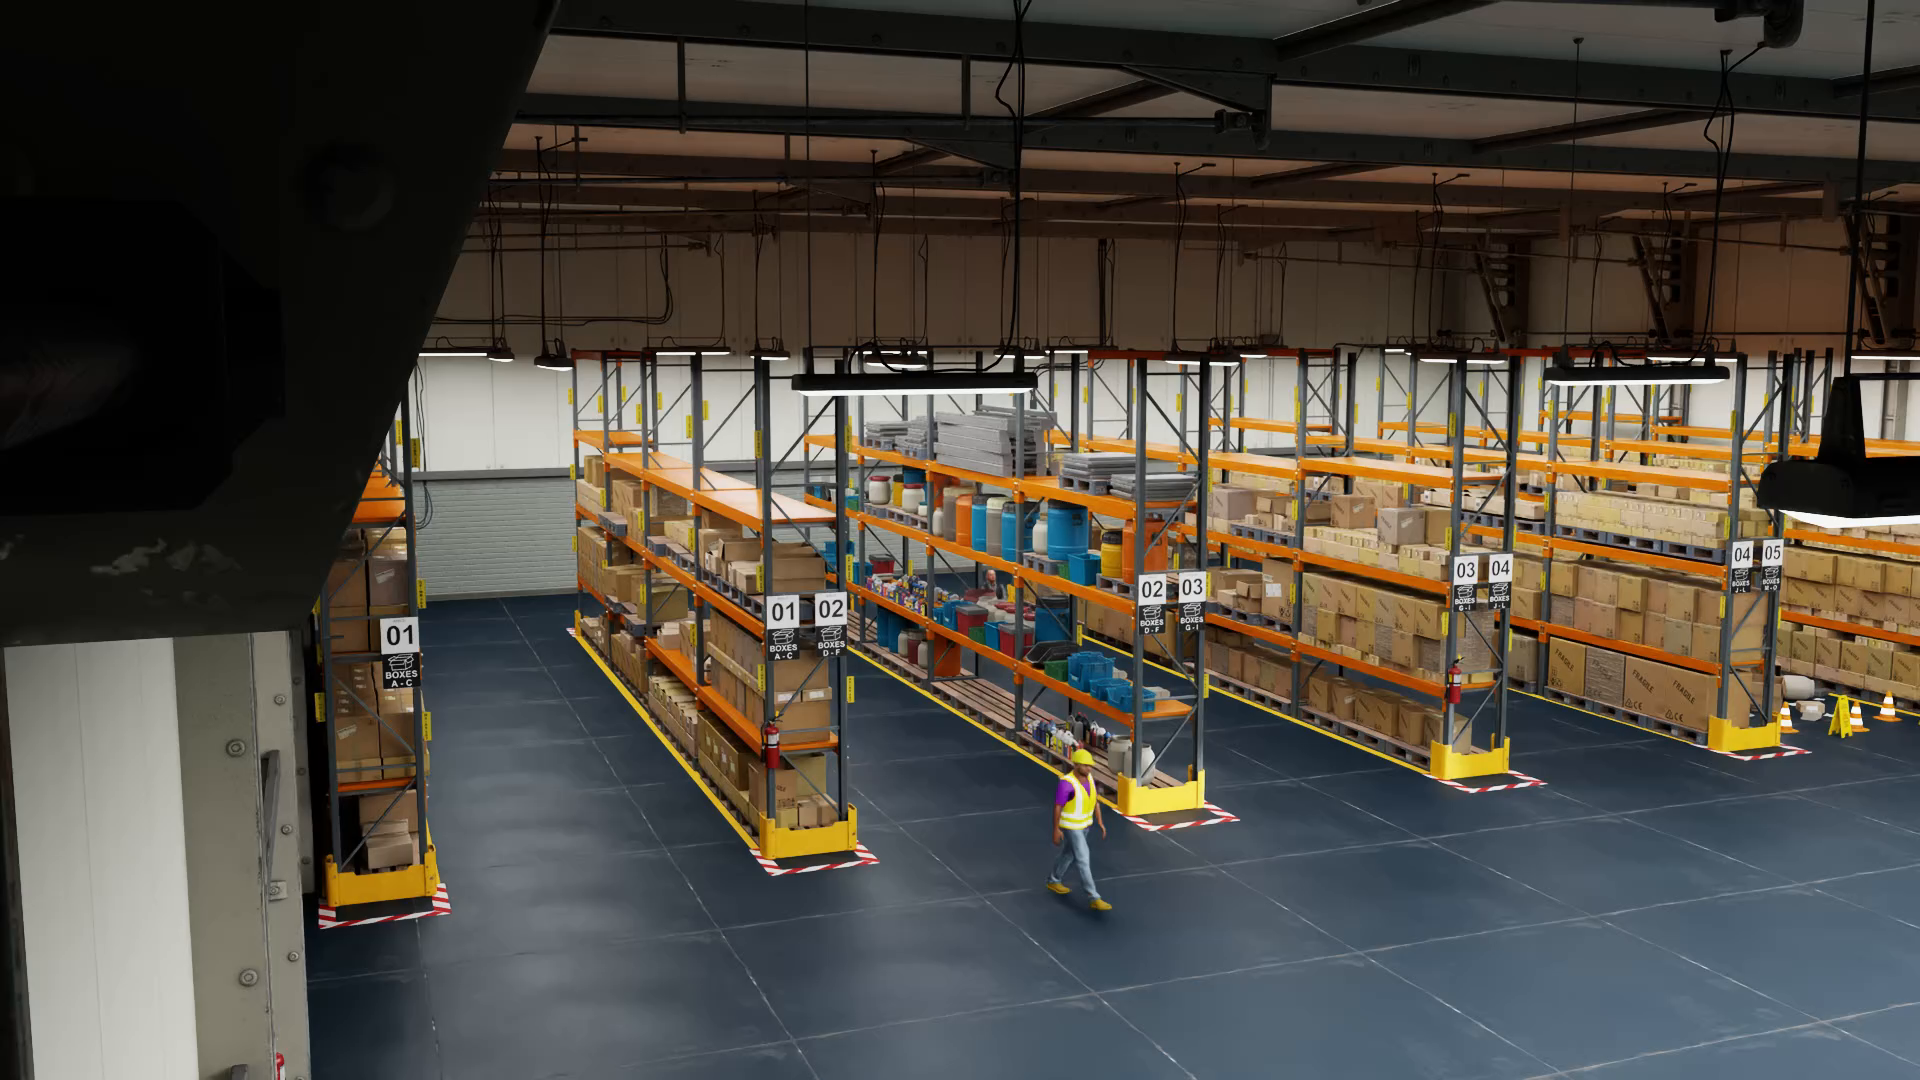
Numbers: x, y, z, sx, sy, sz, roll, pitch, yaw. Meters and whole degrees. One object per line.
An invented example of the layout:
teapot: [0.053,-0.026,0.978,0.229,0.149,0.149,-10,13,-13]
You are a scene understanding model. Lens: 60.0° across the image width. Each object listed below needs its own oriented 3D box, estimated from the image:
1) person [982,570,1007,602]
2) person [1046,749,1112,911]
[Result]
person: [0.654,1.347,31.648,0.549,1.561,1.062,-4,8,-30]
person: [1.358,3.164,18.455,1.033,1.705,0.591,5,9,35]
